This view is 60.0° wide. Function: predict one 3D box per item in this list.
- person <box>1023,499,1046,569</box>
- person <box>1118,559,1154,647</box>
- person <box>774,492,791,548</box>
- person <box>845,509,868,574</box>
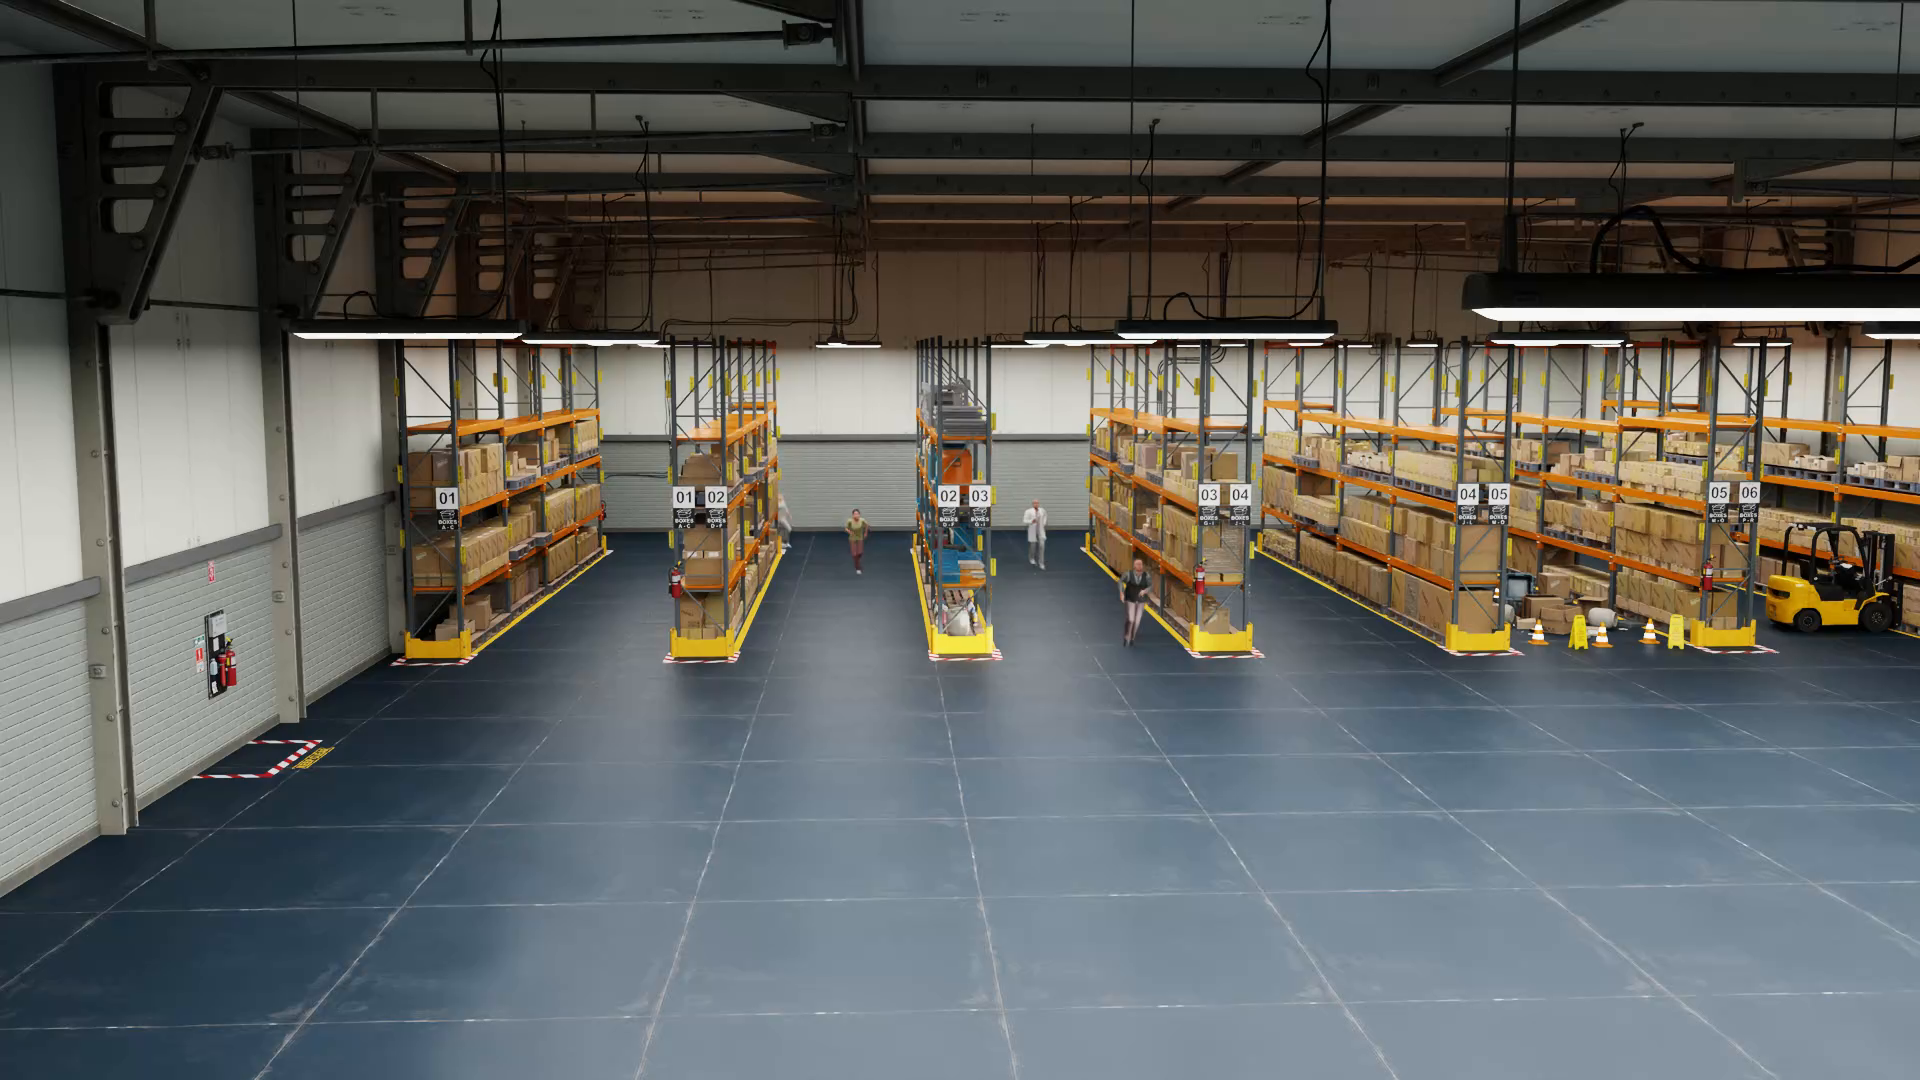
[{"bbox_3d":[2.002,-0.171,44.126,0.693,1.845,0.902,-1,7,-11],"label":"person"},{"bbox_3d":[3.418,1.251,32.308,0.676,1.786,0.659,-1,7,-5],"label":"person"},{"bbox_3d":[-5.168,-0.577,48.267,0.617,1.650,0.618,3,7,26],"label":"person"},{"bbox_3d":[-2.530,0.030,40.720,0.571,1.602,0.678,0,7,-4],"label":"person"}]
